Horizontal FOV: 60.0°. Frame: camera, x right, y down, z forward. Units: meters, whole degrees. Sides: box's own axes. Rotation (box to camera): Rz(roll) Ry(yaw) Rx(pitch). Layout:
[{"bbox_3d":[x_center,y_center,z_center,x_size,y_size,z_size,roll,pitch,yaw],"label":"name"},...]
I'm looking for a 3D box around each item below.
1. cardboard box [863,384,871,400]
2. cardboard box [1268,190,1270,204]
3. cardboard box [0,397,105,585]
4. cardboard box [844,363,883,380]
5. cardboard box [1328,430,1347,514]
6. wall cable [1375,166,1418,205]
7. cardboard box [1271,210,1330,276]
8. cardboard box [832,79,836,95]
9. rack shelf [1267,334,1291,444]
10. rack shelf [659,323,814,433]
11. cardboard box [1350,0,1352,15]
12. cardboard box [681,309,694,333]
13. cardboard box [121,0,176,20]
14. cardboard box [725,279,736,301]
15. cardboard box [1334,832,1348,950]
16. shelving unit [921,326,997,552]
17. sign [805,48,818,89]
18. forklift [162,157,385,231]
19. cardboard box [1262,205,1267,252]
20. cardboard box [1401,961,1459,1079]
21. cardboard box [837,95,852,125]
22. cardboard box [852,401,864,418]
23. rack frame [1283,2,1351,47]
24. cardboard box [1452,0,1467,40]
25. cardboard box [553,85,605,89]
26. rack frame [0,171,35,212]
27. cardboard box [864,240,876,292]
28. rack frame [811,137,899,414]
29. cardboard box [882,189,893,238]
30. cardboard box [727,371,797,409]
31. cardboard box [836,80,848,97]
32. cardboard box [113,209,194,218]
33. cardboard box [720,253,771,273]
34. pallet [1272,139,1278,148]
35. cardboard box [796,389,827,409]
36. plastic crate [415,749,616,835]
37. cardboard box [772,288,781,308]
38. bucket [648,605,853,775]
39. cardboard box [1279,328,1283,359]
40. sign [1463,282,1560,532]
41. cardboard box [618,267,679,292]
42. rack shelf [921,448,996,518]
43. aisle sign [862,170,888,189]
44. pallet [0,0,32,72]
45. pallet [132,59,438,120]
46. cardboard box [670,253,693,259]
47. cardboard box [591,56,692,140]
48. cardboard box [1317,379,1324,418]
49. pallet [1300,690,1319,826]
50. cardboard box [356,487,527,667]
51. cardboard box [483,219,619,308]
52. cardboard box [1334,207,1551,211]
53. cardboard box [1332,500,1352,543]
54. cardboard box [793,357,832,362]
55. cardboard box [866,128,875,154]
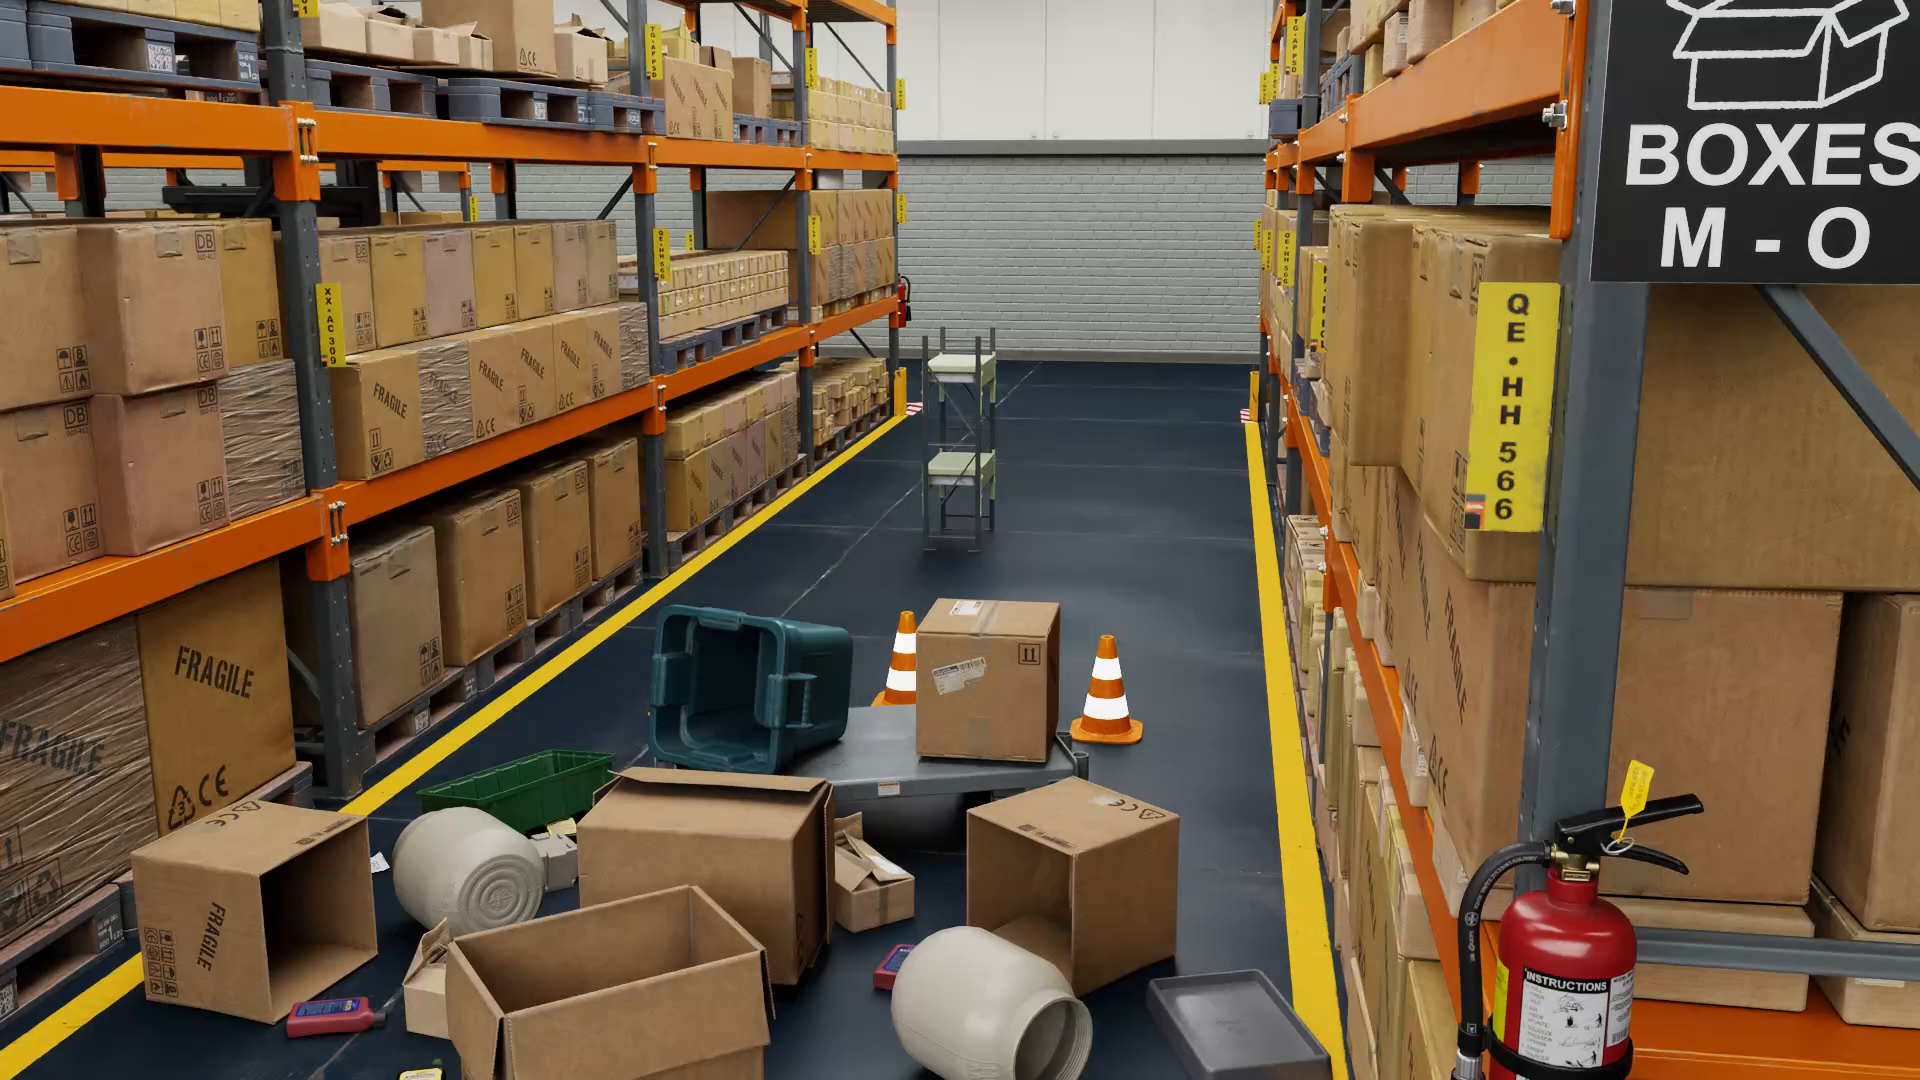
[{"bbox_3d":[-1.126,-1.520,16.991,0.380,0.149,0.250,2,12,9],"label":"cardboard box"},{"bbox_3d":[3.251,-3.386,16.437,0.380,0.149,0.250,1,12,7],"label":"cardboard box"},{"bbox_3d":[-3.334,-0.173,5.320,0.875,0.550,0.550,2,12,9],"label":"cardboard box"},{"bbox_3d":[-1.022,-1.774,17.464,0.380,0.149,0.250,2,12,7],"label":"cardboard box"},{"bbox_3d":[1.536,-0.373,5.661,0.500,0.500,0.500,2,12,8],"label":"cardboard box"},{"bbox_3d":[5.972,-4.387,22.818,0.588,1.984,0.122,2,12,9],"label":"wall cable"},{"bbox_3d":[2.758,-2.382,13.315,0.500,0.500,0.500,2,12,9],"label":"cardboard box"},{"bbox_3d":[-1.351,-4.168,15.315,0.380,0.149,0.250,1,12,7],"label":"cardboard box"},{"bbox_3d":[2.802,-1.159,11.957,1.077,0.370,4.000,2,12,9],"label":"rack shelf"},{"bbox_3d":[-2.105,-1.298,12.604,1.077,0.370,4.000,2,12,9],"label":"rack shelf"},{"bbox_3d":[1.978,-2.442,7.257,0.500,0.250,0.500,2,12,10],"label":"cardboard box"},{"bbox_3d":[-2.061,-1.514,11.500,0.380,0.149,0.250,3,12,11],"label":"cardboard box"},{"bbox_3d":[-2.844,-1.806,5.495,0.380,0.149,0.250,2,12,10],"label":"cardboard box"},{"bbox_3d":[-1.905,-1.880,12.489,0.380,0.149,0.250,2,12,11],"label":"cardboard box"},{"bbox_3d":[1.451,1.103,5.285,0.500,0.250,0.500,3,12,12],"label":"cardboard box"},{"bbox_3d":[-0.001,-0.732,11.829,0.431,1.500,0.755,2,12,9],"label":"shelving unit"},{"bbox_3d":[-1.248,-3.960,13.968,0.100,0.325,0.005,2,12,9],"label":"sign"},{"bbox_3d":[-4.737,-1.429,11.666,1.130,2.935,3.031,2,12,9],"label":"forklift"},{"bbox_3d":[3.297,-3.098,16.640,0.500,0.500,0.500,2,12,7],"label":"cardboard box"},{"bbox_3d":[1.130,1.168,3.202,0.500,0.500,0.500,2,12,9],"label":"cardboard box"},{"bbox_3d":[-1.313,-4.004,15.500,0.500,0.250,0.500,2,12,10],"label":"cardboard box"},{"bbox_3d":[-1.186,-1.322,16.777,0.380,0.149,0.250,2,12,10],"label":"cardboard box"},{"bbox_3d":[3.110,-4.859,13.181,1.000,3.000,0.127,2,12,9],"label":"rack frame"},{"bbox_3d":[1.267,-1.121,3.552,0.380,0.149,0.250,2,12,7],"label":"cardboard box"},{"bbox_3d":[-2.287,-2.708,9.638,0.380,0.166,0.250,2,12,9],"label":"cardboard box"},{"bbox_3d":[-10.961,-3.241,19.911,1.000,3.000,0.127,2,12,9],"label":"rack frame"},{"bbox_3d":[-1.149,-2.778,16.821,0.500,0.500,0.500,2,12,9],"label":"cardboard box"},{"bbox_3d":[-1.182,-2.899,18.323,1.000,3.000,0.127,2,12,9],"label":"rack frame"},{"bbox_3d":[-1.006,-3.478,17.697,0.500,0.500,0.500,2,12,7],"label":"cardboard box"},{"bbox_3d":[-1.662,-1.253,13.842,0.500,0.250,0.500,2,12,7],"label":"cardboard box"},{"bbox_3d":[-1.263,-4.223,15.572,0.380,0.149,0.250,3,12,11],"label":"cardboard box"},{"bbox_3d":[-6.889,-2.511,13.907,0.797,0.503,0.637,2,12,9],"label":"cardboard box"},{"bbox_3d":[-1.748,-2.240,13.453,0.380,0.149,0.250,1,12,7],"label":"cardboard box"},{"bbox_3d":[3.436,-3.773,15.470,1.003,0.211,1.213,2,12,9],"label":"pallet"},{"bbox_3d":[-1.438,-1.289,15.212,0.380,0.149,0.250,3,12,11],"label":"cardboard box"},{"bbox_3d":[-1.760,1.024,6.658,0.450,0.188,0.662,-3,8,40],"label":"plastic crate"},{"bbox_3d":[-1.702,-2.005,13.777,0.380,0.149,0.250,2,12,9],"label":"cardboard box"},{"bbox_3d":[-0.770,0.560,6.439,0.726,0.611,0.620,7,4,28],"label":"bucket"},{"bbox_3d":[2.472,-1.345,11.473,0.500,0.250,0.500,2,12,8],"label":"cardboard box"},{"bbox_3d":[0.719,-0.171,2.170,0.100,0.325,0.005,2,12,9],"label":"sign"},{"bbox_3d":[-2.111,-1.753,11.193,0.380,0.149,0.250,2,12,7],"label":"cardboard box"},{"bbox_3d":[-0.001,-0.413,11.898,0.431,0.370,0.720,2,12,9],"label":"rack shelf"},{"bbox_3d":[-0.874,-4.175,18.075,0.394,0.787,0.004,2,12,9],"label":"aisle sign"},{"bbox_3d":[-3.353,-1.400,4.462,1.003,0.211,1.213,2,12,9],"label":"pallet"},{"bbox_3d":[-2.935,-1.966,7.329,0.805,0.209,1.217,1,12,6],"label":"pallet"},{"bbox_3d":[-2.391,-2.261,13.550,0.380,0.149,0.250,2,12,9],"label":"cardboard box"},{"bbox_3d":[-2.061,-2.859,10.781,0.500,0.500,0.500,2,12,9],"label":"cardboard box"},{"bbox_3d":[1.784,-0.622,7.360,0.380,0.149,0.250,2,12,9],"label":"cardboard box"},{"bbox_3d":[1.998,0.940,7.132,1.003,0.211,1.213,2,12,9],"label":"pallet"},{"bbox_3d":[-2.869,0.161,8.469,1.050,0.750,0.750,2,12,9],"label":"cardboard box"},{"bbox_3d":[-2.491,-1.678,10.048,0.700,0.500,0.500,2,12,8],"label":"cardboard box"},{"bbox_3d":[1.497,-0.754,5.056,0.700,0.500,0.500,2,12,9],"label":"cardboard box"},{"bbox_3d":[1.514,-0.083,5.856,0.380,0.149,0.250,2,12,8],"label":"cardboard box"},{"bbox_3d":[-1.598,-1.903,18.062,0.380,0.149,0.250,1,12,6],"label":"cardboard box"},{"bbox_3d":[-1.151,-3.979,16.573,0.500,0.250,0.500,2,12,11],"label":"cardboard box"}]
